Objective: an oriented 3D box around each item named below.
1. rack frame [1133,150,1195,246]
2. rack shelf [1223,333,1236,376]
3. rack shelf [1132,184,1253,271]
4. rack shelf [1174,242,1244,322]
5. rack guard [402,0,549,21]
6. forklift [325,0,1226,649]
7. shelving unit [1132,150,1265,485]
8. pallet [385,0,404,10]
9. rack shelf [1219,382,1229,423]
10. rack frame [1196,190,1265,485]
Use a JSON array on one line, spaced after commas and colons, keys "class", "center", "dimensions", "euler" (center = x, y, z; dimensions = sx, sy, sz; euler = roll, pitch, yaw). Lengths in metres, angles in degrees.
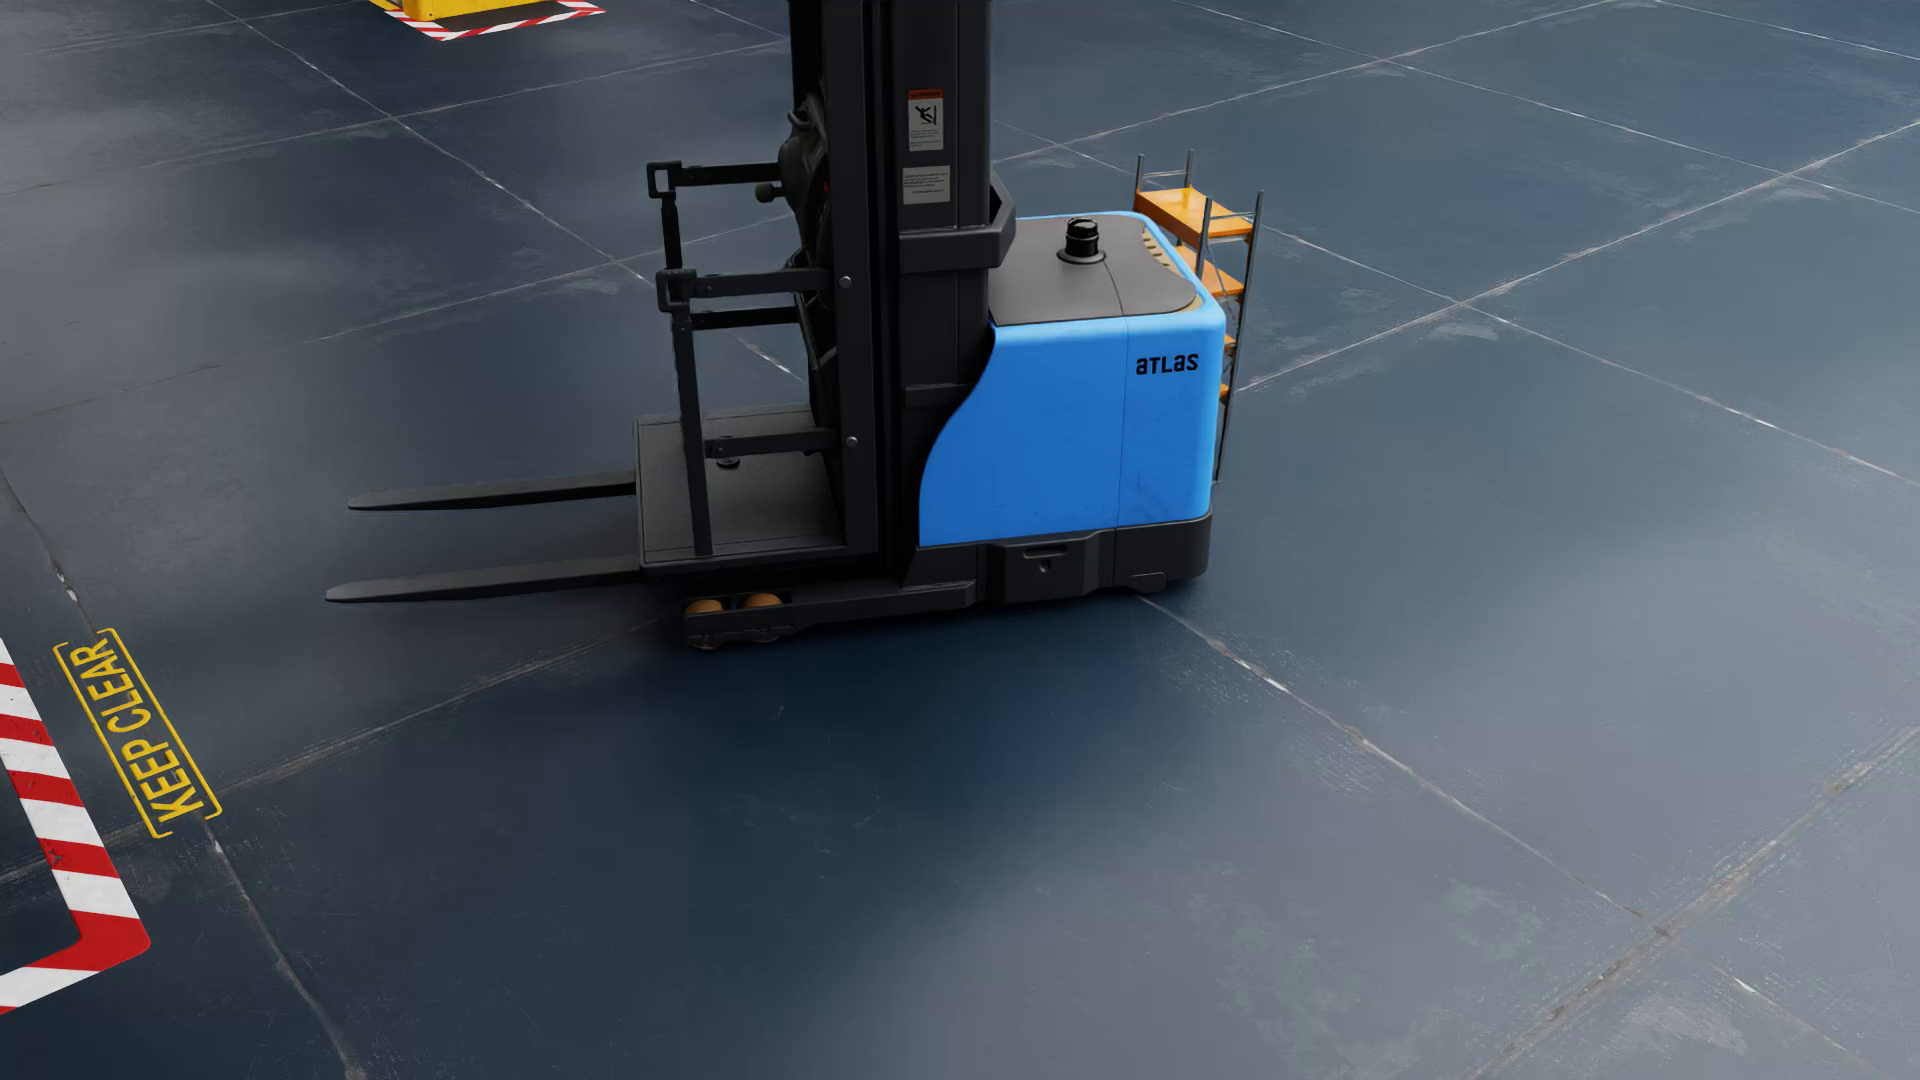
[{"class": "rack frame", "center": [0.758, -0.961, 6.647], "dimensions": [0.240, 1.200, 0.015], "euler": [-10, 33, -22]}, {"class": "rack shelf", "center": [0.854, -0.786, 6.492], "dimensions": [0.258, 0.148, 0.480], "euler": [-10, 33, -22]}, {"class": "rack shelf", "center": [0.878, -1.182, 6.258], "dimensions": [0.258, 0.148, 0.480], "euler": [-10, 33, -22]}, {"class": "rack shelf", "center": [0.866, -0.978, 6.378], "dimensions": [0.258, 0.148, 0.480], "euler": [-10, 33, -22]}, {"class": "rack guard", "center": [-3.719, -4.376, 12.821], "dimensions": [1.175, 0.500, 0.348], "euler": [-22, 38, -31]}, {"class": "forklift", "center": [-0.678, -1.178, 5.369], "dimensions": [3.031, 2.935, 1.130], "euler": [-6, 32, -9]}, {"class": "shelving unit", "center": [0.858, -0.844, 6.457], "dimensions": [0.258, 1.200, 0.503], "euler": [-10, 33, -22]}, {"class": "pallet", "center": [-4.235, -4.568, 13.405], "dimensions": [1.003, 0.211, 1.213], "euler": [-22, 38, -31]}, {"class": "rack shelf", "center": [0.844, -0.615, 6.592], "dimensions": [0.258, 0.148, 0.480], "euler": [-10, 33, -22]}, {"class": "rack frame", "center": [0.957, -0.726, 6.268], "dimensions": [0.240, 1.200, 0.015], "euler": [-10, 33, -22]}]
